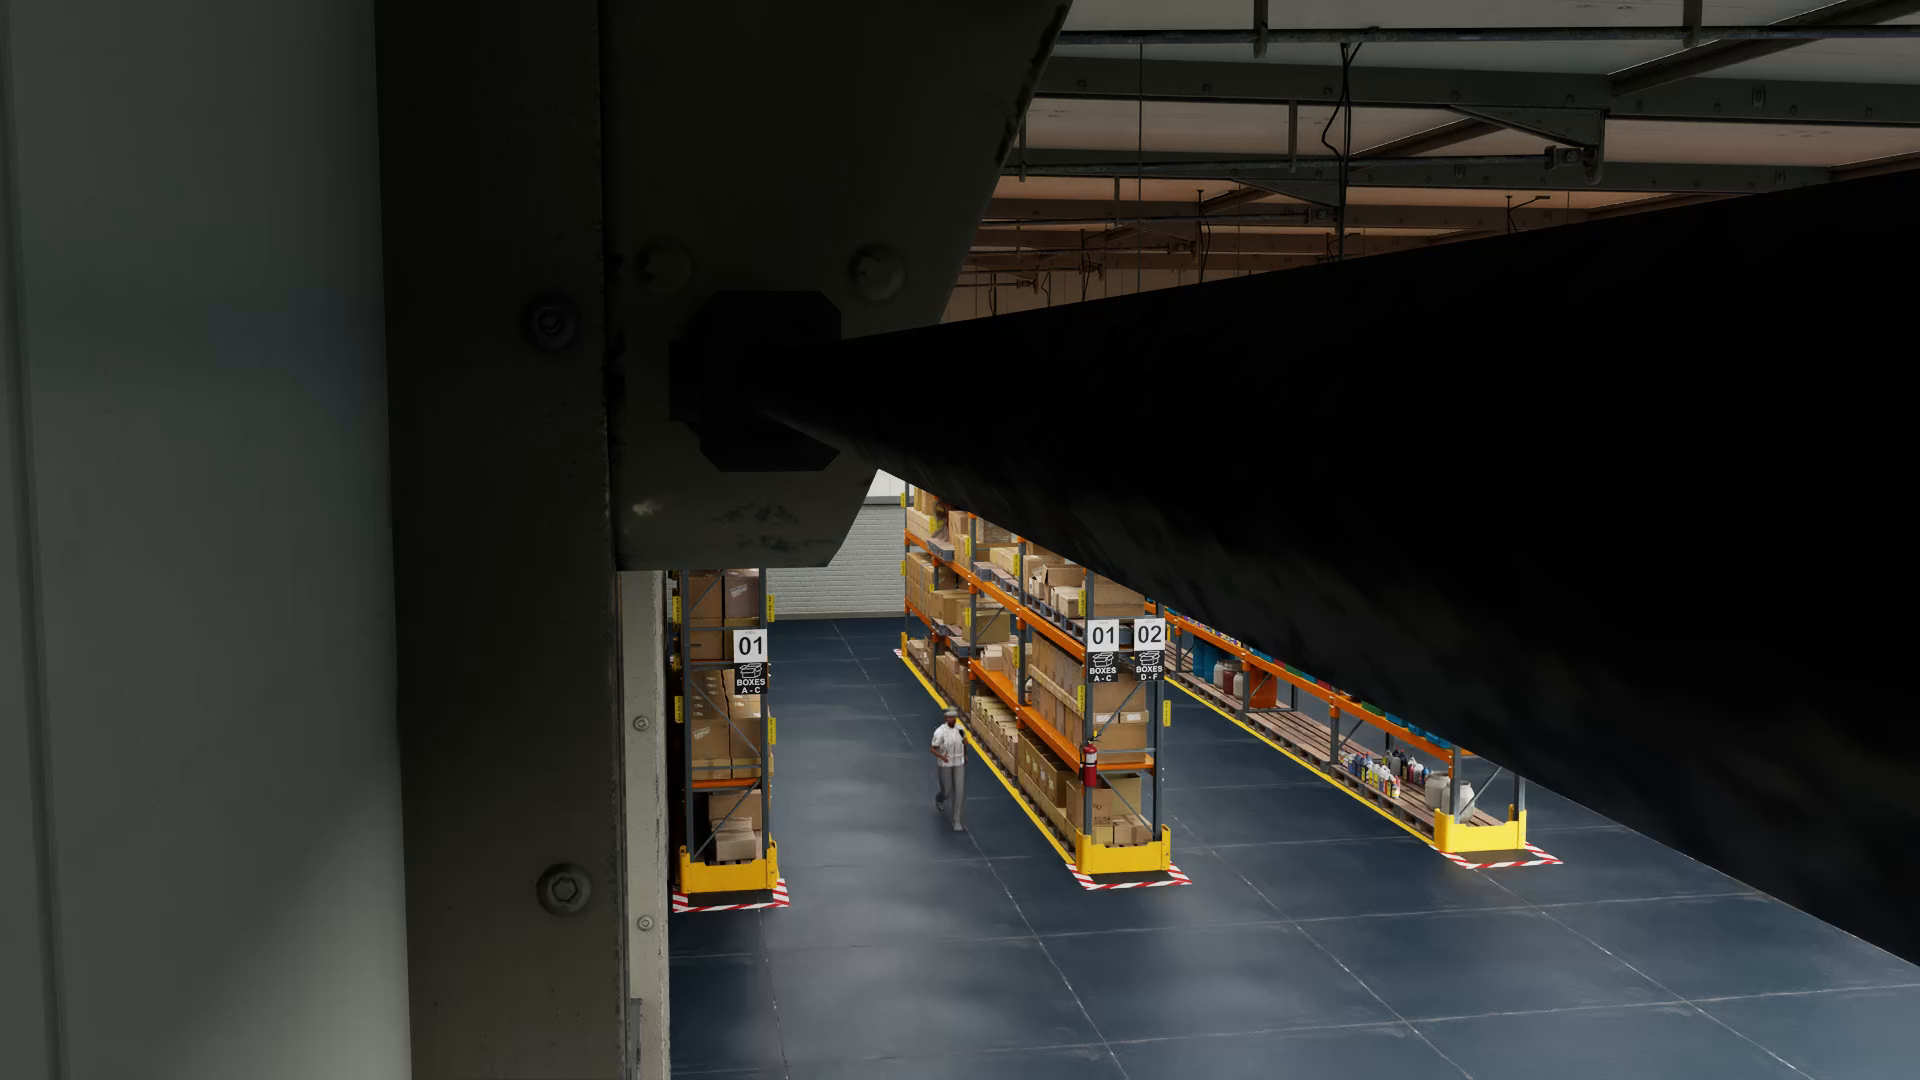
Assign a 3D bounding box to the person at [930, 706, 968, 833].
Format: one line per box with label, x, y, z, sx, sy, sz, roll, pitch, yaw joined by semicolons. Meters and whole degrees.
person;-0.131;3.119;23.030;0.579;1.700;0.859;-2;6;-17
